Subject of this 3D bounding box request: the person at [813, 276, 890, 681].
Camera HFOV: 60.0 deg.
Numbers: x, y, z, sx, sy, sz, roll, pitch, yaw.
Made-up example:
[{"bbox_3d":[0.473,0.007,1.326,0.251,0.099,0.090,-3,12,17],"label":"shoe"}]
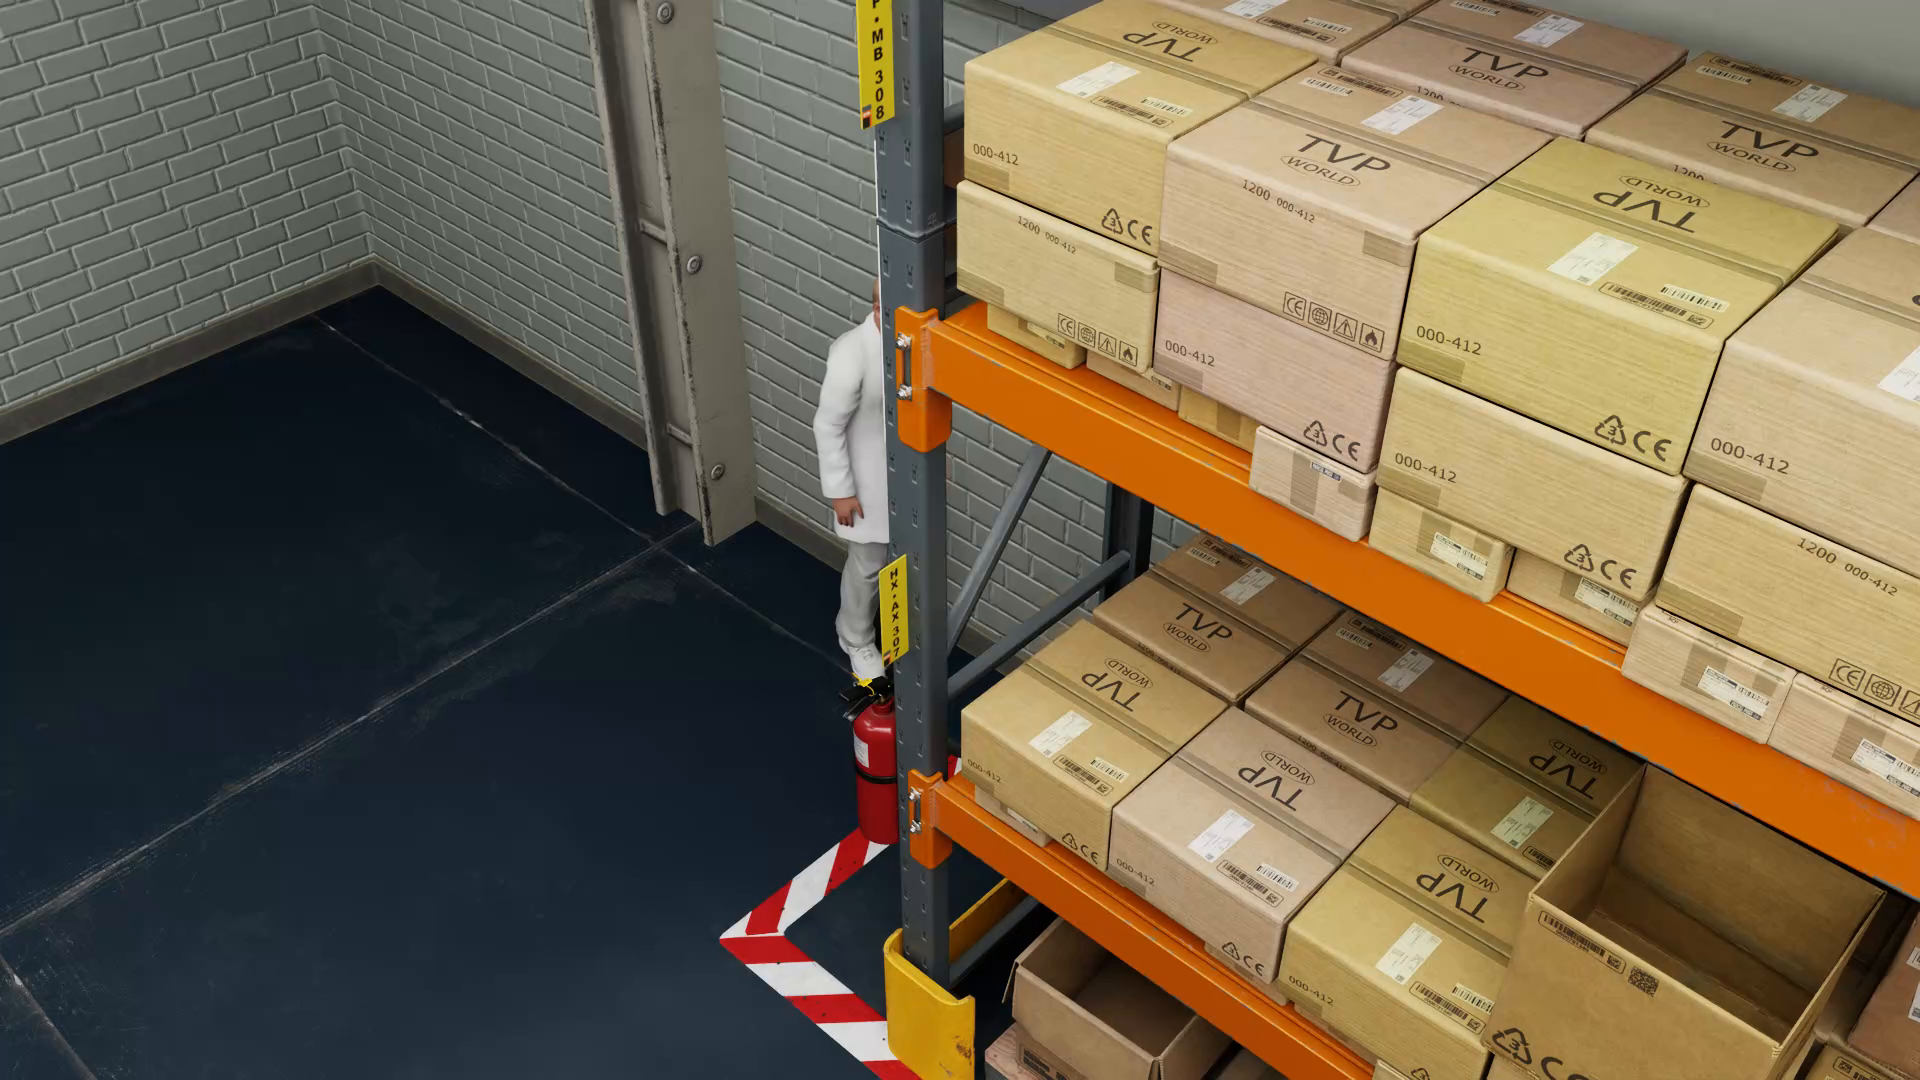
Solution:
[{"bbox_3d":[-0.275,-0.284,6.520,0.644,1.772,0.428,-31,48,-33],"label":"person"}]
